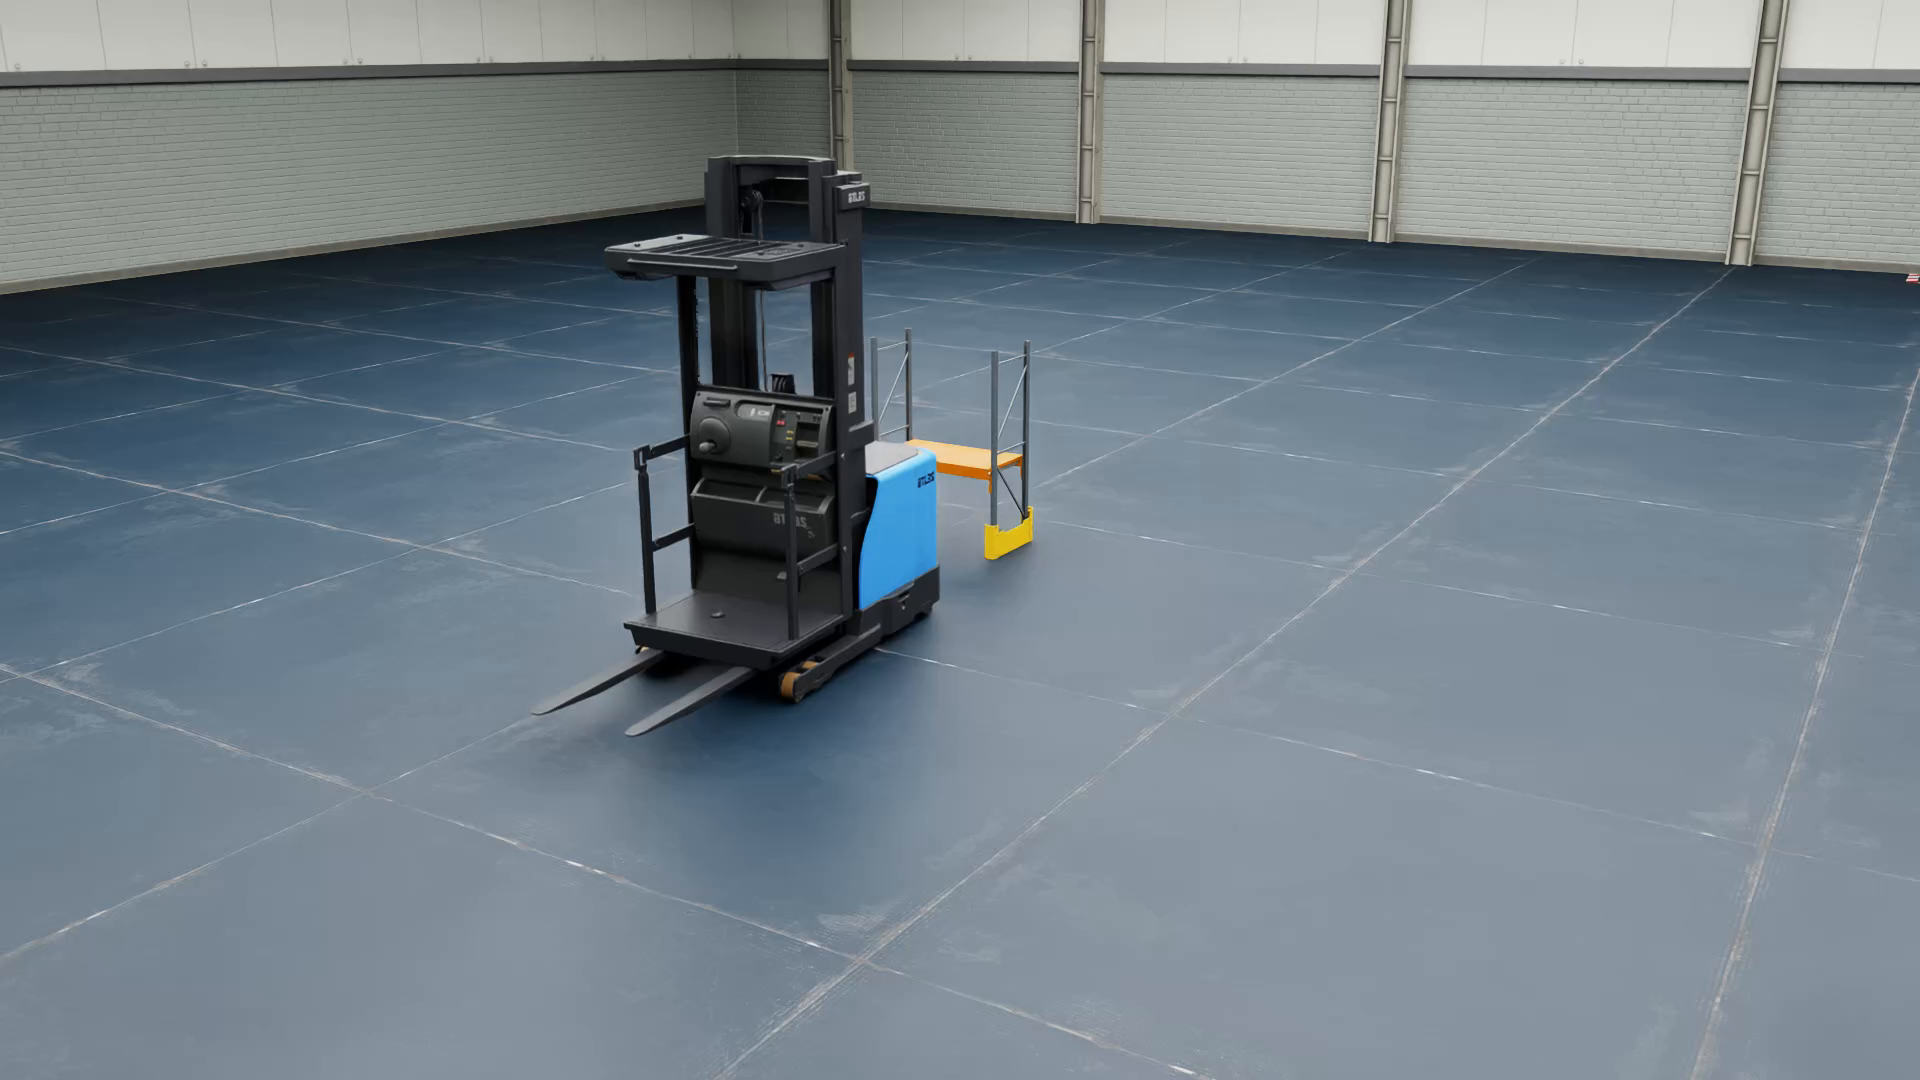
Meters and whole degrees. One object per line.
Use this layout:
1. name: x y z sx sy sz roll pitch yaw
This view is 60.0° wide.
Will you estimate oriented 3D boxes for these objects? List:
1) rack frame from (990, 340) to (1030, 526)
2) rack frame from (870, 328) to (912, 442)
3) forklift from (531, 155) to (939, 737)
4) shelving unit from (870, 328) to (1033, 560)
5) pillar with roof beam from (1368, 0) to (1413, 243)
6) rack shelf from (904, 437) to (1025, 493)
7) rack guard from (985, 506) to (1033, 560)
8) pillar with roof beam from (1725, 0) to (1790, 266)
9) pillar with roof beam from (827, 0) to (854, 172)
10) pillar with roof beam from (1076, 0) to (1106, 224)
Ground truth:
1. rack frame: 0.360 -0.653 11.951 0.032 1.500 0.500 10 20 30
2. rack frame: -0.506 -0.808 12.461 0.032 1.500 0.500 10 20 30
3. forklift: -1.253 -0.638 9.438 1.130 2.935 3.031 8 19 26
4. shelving unit: -0.065 -0.729 12.201 1.083 1.500 0.587 10 20 30
5. pillar with roof beam: 5.422 -8.679 25.472 0.400 9.000 9.100 10 20 30
6. rack shelf: -0.073 -0.558 12.258 1.000 0.185 0.538 10 20 30
7. rack guard: 0.359 -0.055 12.134 0.087 0.250 0.587 10 20 30
8. pillar with roof beam: 10.534 -7.767 22.468 0.400 9.000 9.100 10 20 30
9. pillar with roof beam: -4.804 -10.505 31.481 0.400 9.000 9.100 10 20 30
10. pillar with roof beam: 0.309 -9.592 28.477 0.400 9.000 9.100 10 20 30
